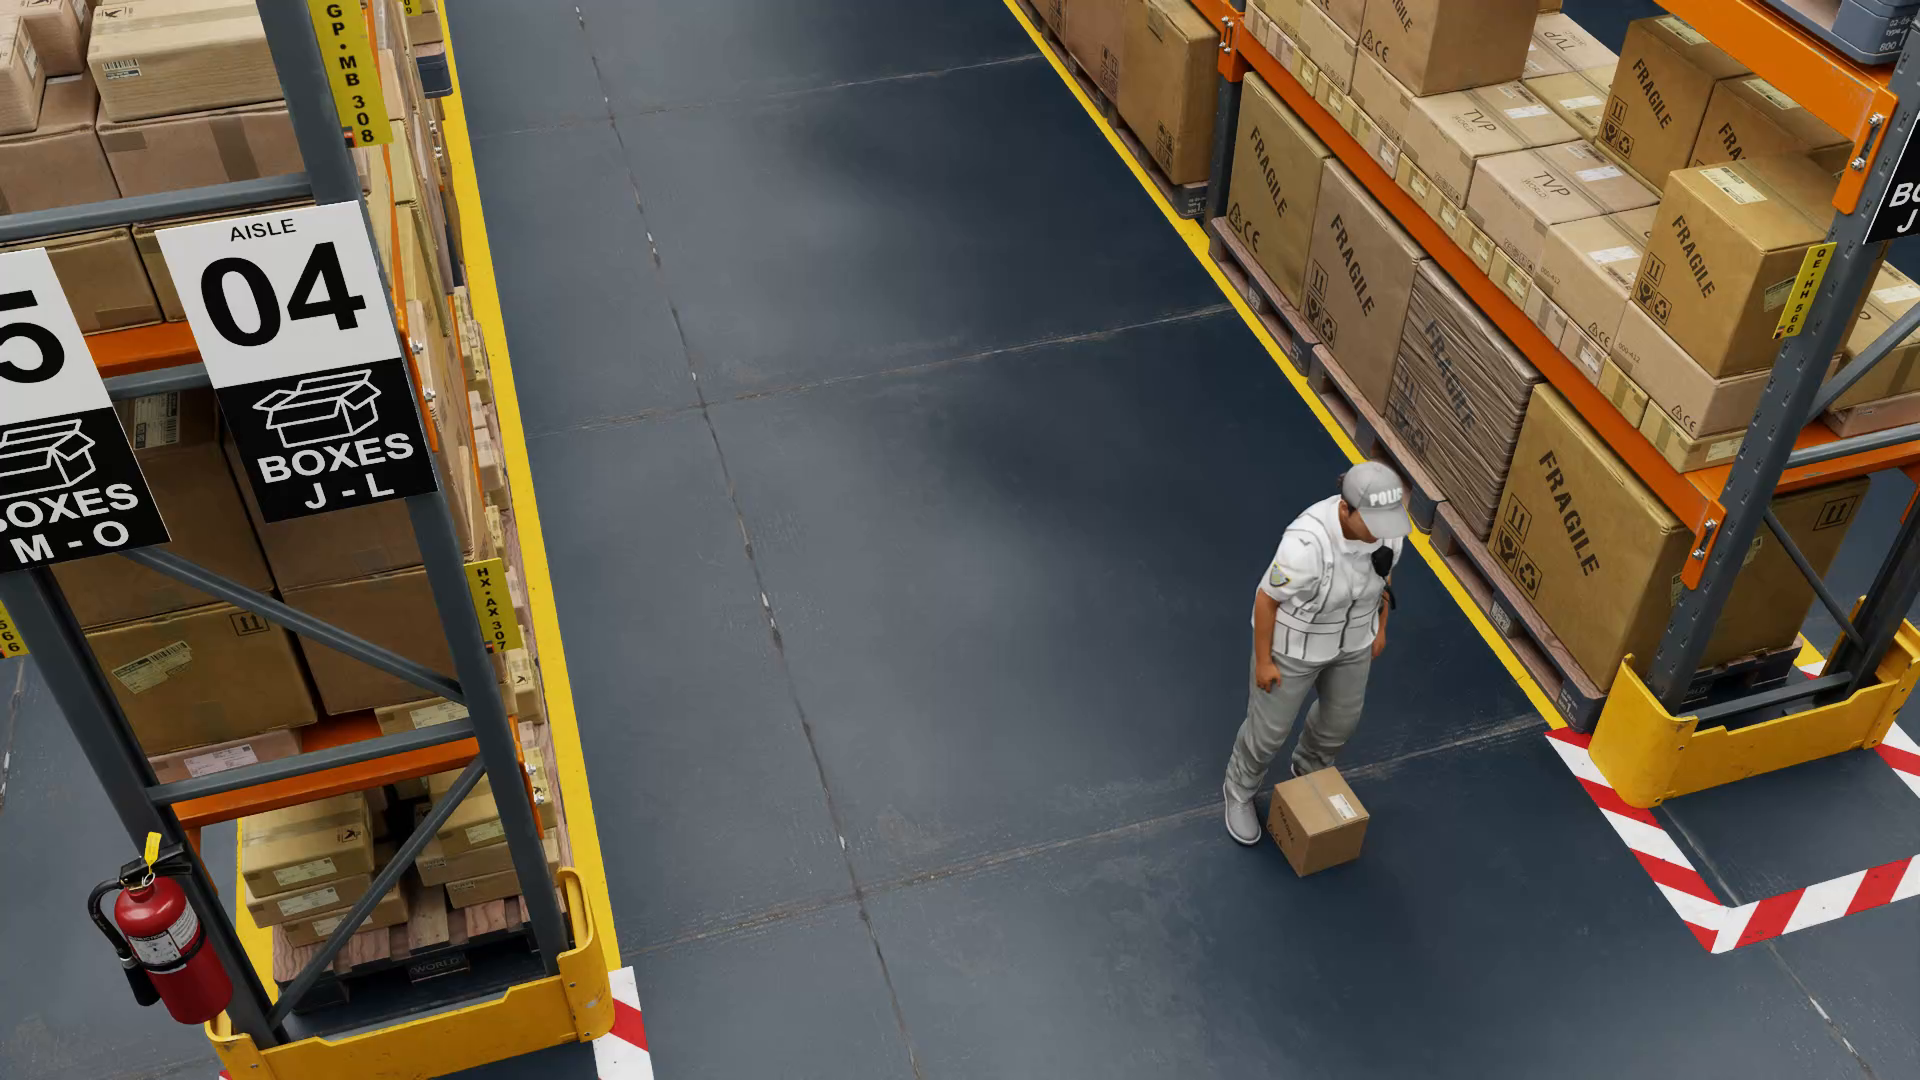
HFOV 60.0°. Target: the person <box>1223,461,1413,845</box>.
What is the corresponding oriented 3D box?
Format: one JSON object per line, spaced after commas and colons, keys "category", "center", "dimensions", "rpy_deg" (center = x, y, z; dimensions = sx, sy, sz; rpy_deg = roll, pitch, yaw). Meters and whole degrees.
{"category": "person", "center": [1.238, 0.368, 5.754], "dimensions": [0.563, 1.665, 0.470], "rpy_deg": [-15, 44, -15]}
